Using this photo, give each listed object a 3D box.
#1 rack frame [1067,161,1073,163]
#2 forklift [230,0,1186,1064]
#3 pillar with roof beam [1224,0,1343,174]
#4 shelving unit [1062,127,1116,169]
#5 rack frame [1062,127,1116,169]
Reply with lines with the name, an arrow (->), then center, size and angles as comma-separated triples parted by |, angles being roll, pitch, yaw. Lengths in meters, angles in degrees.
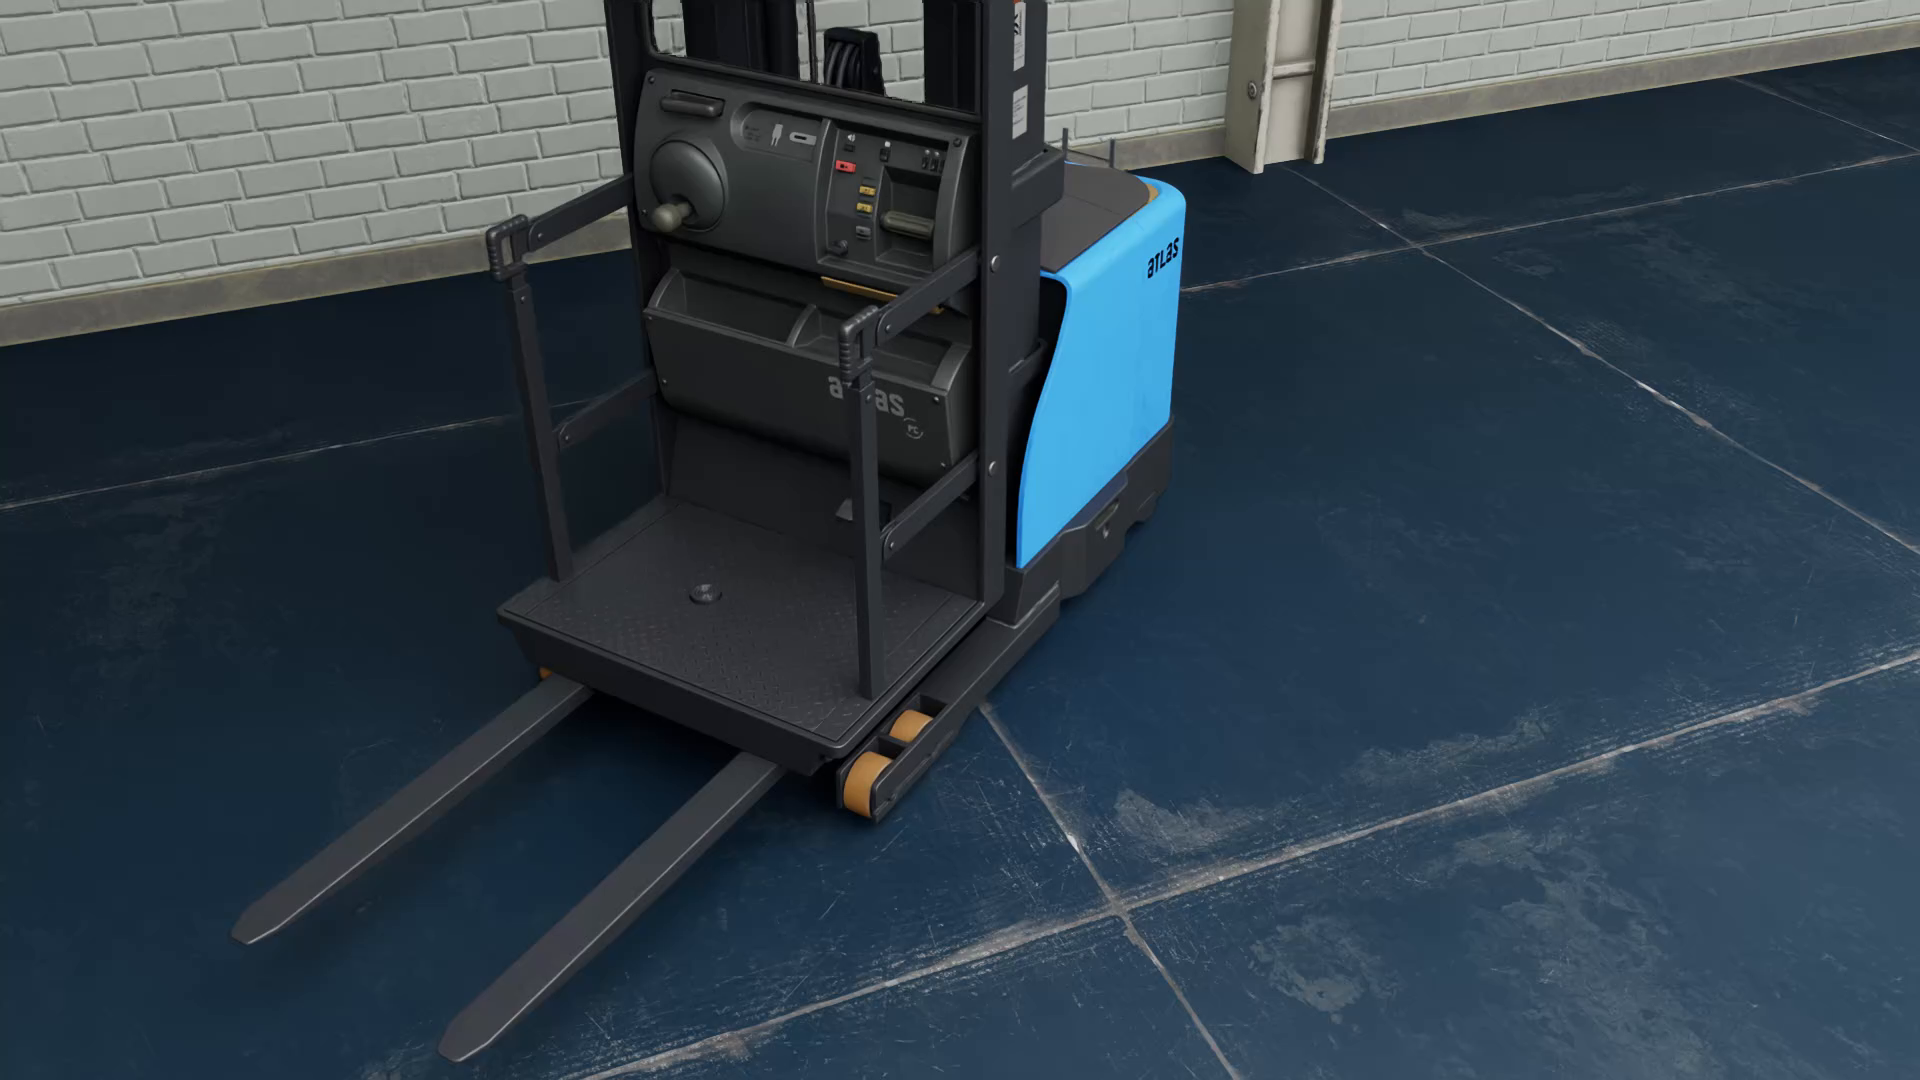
rack frame -> 0.266, -0.753, 5.445 | 0.200, 1.050, 0.008 | 22, 39, 30
forklift -> -0.503, -0.817, 3.819 | 1.130, 2.935, 3.031 | 18, 37, 25
pillar with roof beam -> 3.190, -3.473, 2.337 | 0.400, 9.000, 9.100 | -13, 35, -19
shelving unit -> 0.340, -0.806, 5.527 | 0.215, 1.050, 0.252 | 22, 39, 30
rack frame -> 0.414, -0.859, 5.608 | 0.200, 1.050, 0.008 | 22, 39, 30
